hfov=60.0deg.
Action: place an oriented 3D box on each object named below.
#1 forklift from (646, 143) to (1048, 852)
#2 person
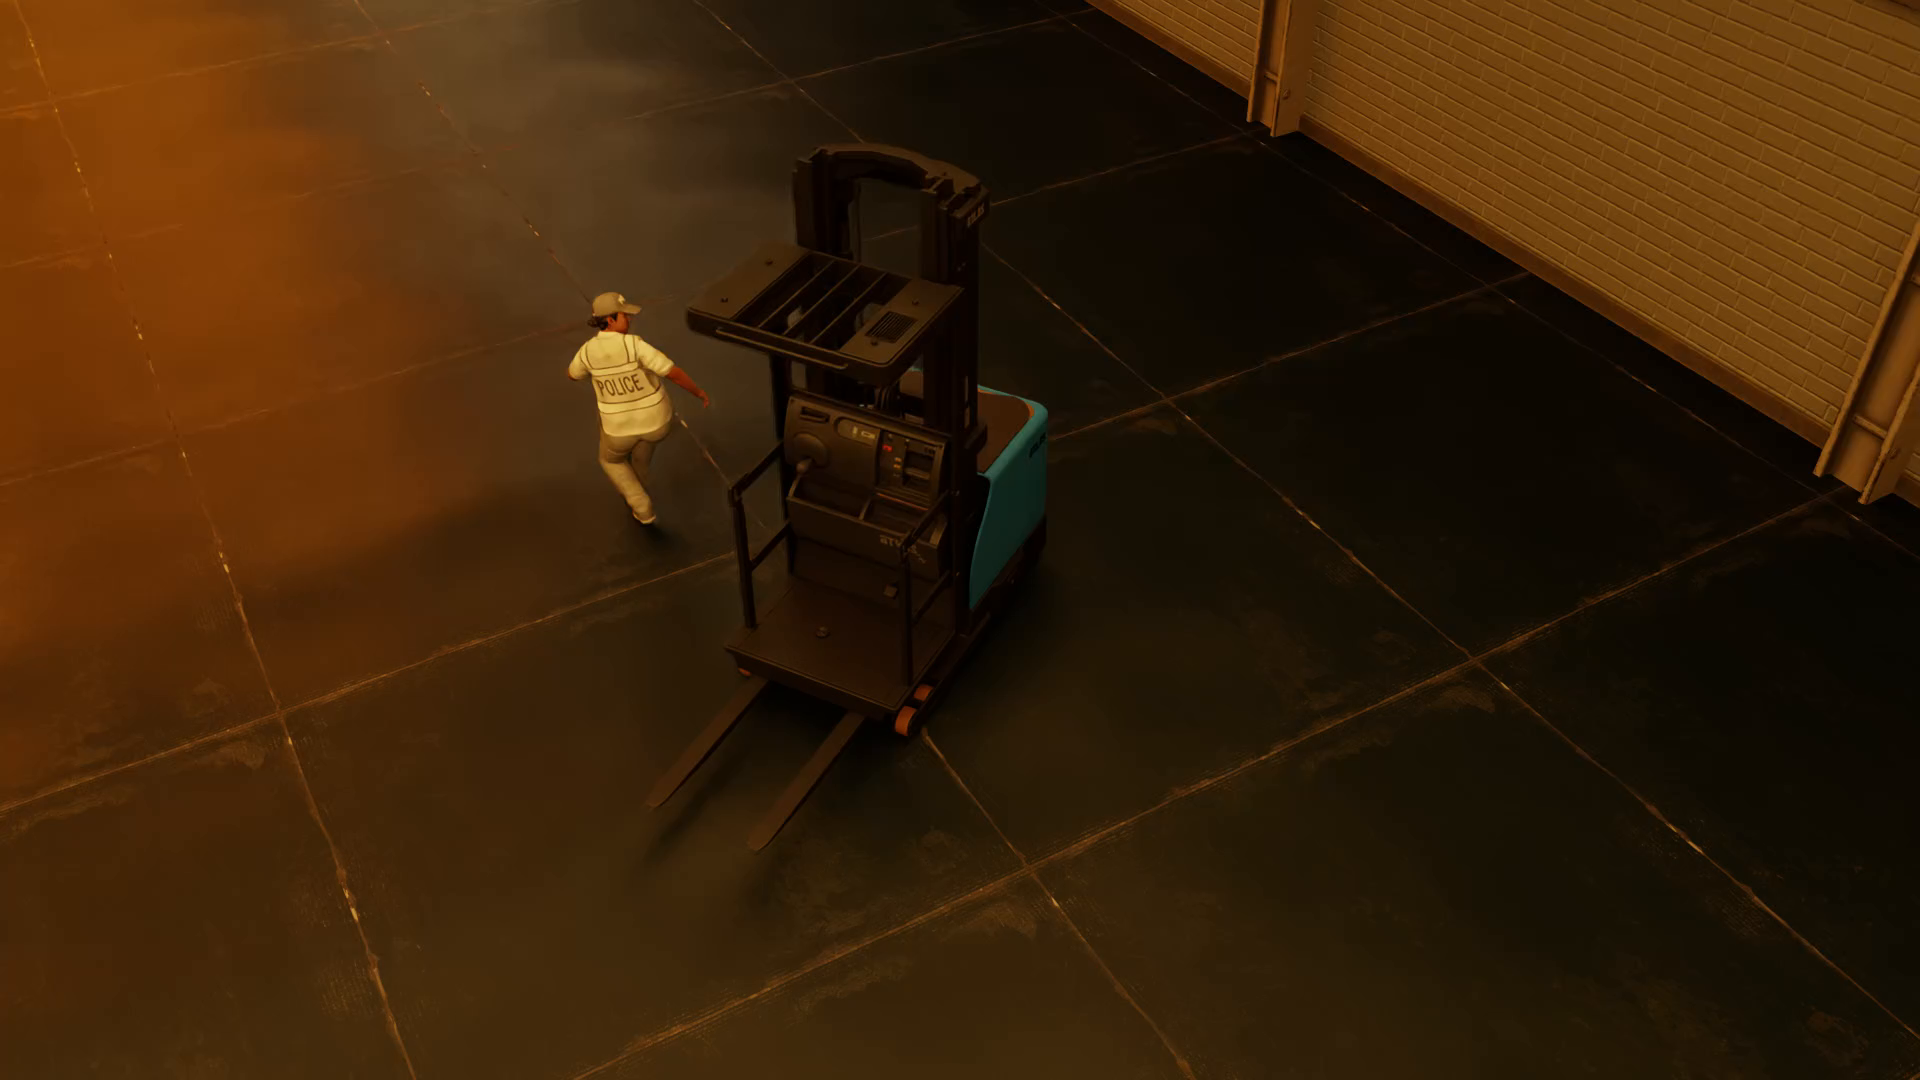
[{"bbox_3d":[-0.597,-0.387,8.503,1.130,2.935,3.031,18,43,21],"label":"forklift"},{"bbox_3d":[-1.953,-0.846,10.163,0.817,1.537,0.811,-9,40,-10],"label":"person"}]
